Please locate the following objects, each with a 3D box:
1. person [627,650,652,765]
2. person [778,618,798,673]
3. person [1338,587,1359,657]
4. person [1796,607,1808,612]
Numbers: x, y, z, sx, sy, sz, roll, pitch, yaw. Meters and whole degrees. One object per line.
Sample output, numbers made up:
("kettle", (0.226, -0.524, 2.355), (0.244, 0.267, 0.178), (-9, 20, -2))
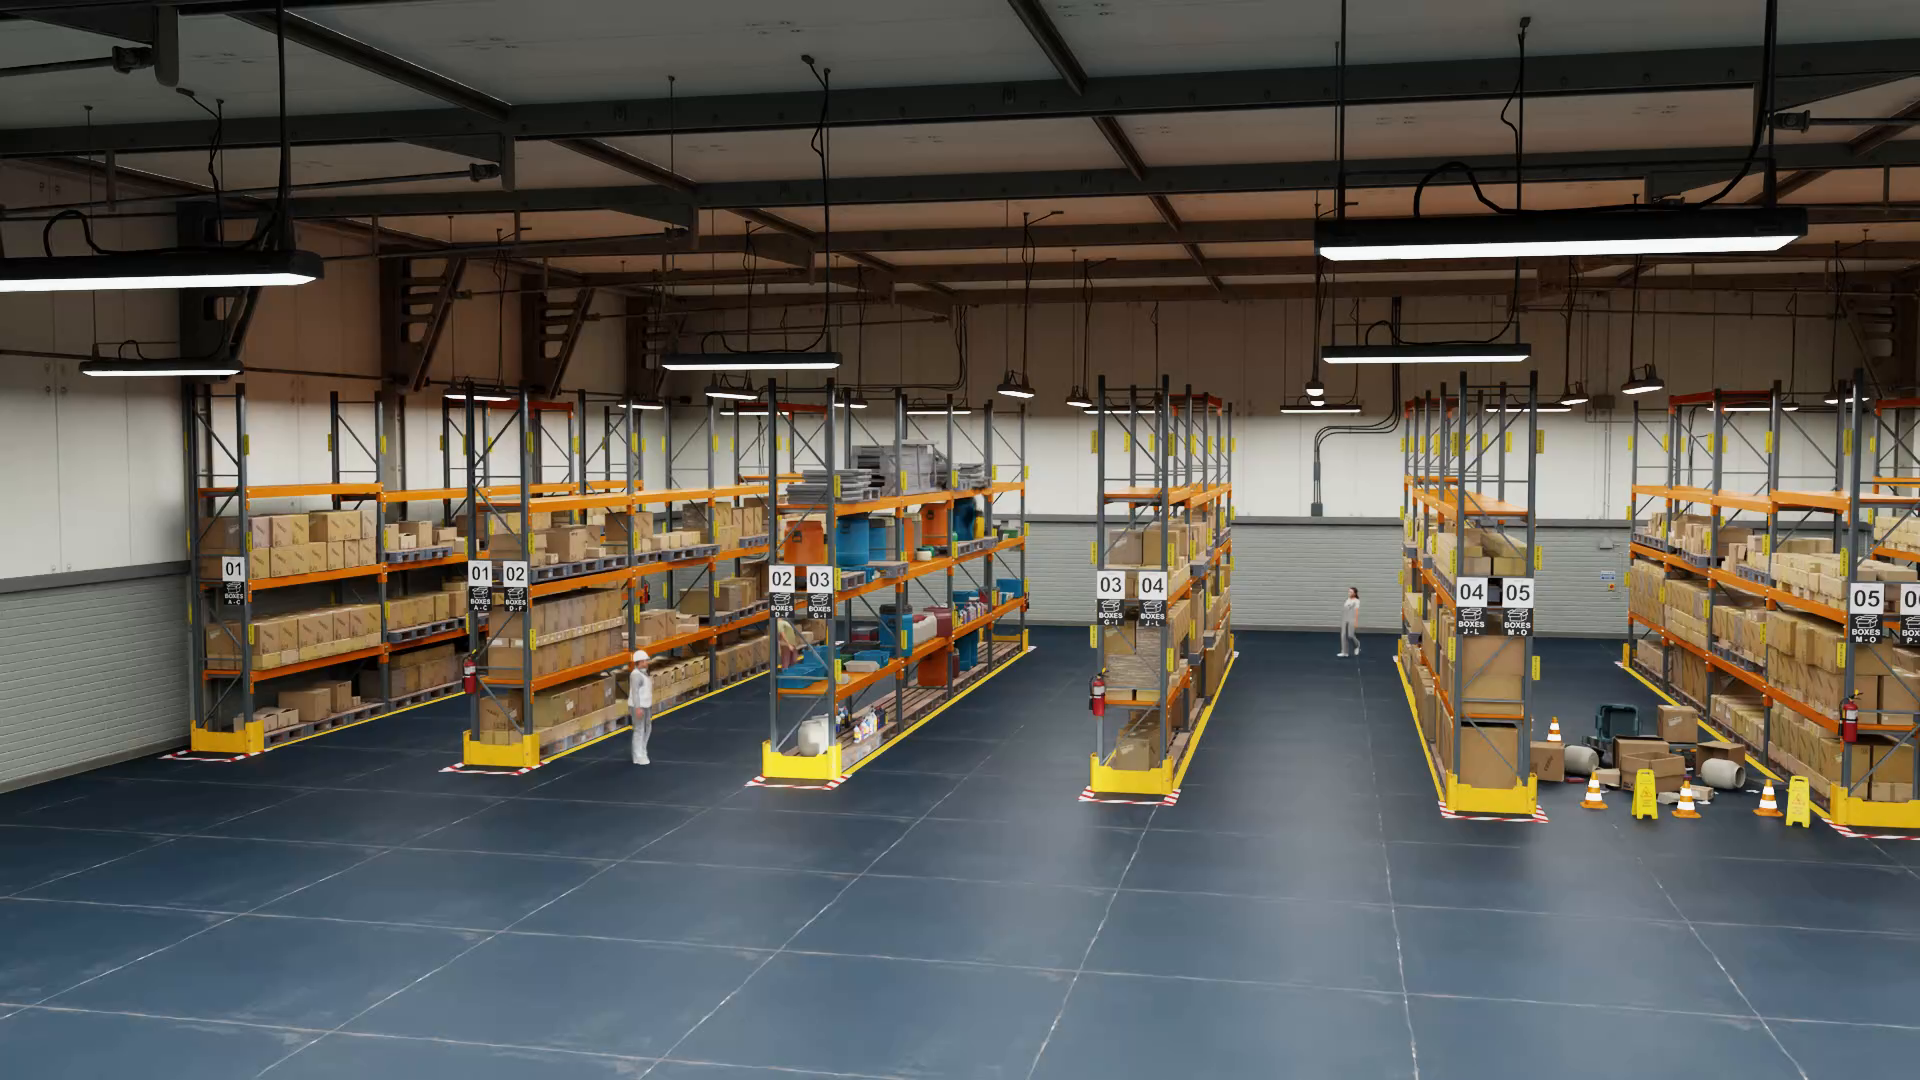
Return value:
("person", (-5.037, 2.660, 26.184), (0.374, 1.854, 0.624), (0, 3, 3))
("person", (-3.546, 2.229, 34.193), (0.554, 1.701, 0.484), (2, 4, 33))
("person", (9.207, 1.926, 39.104), (0.510, 1.658, 0.480), (-3, 4, -41))
("person", (19.155, 1.978, 37.926), (0.470, 1.674, 0.450), (0, 3, 8))
